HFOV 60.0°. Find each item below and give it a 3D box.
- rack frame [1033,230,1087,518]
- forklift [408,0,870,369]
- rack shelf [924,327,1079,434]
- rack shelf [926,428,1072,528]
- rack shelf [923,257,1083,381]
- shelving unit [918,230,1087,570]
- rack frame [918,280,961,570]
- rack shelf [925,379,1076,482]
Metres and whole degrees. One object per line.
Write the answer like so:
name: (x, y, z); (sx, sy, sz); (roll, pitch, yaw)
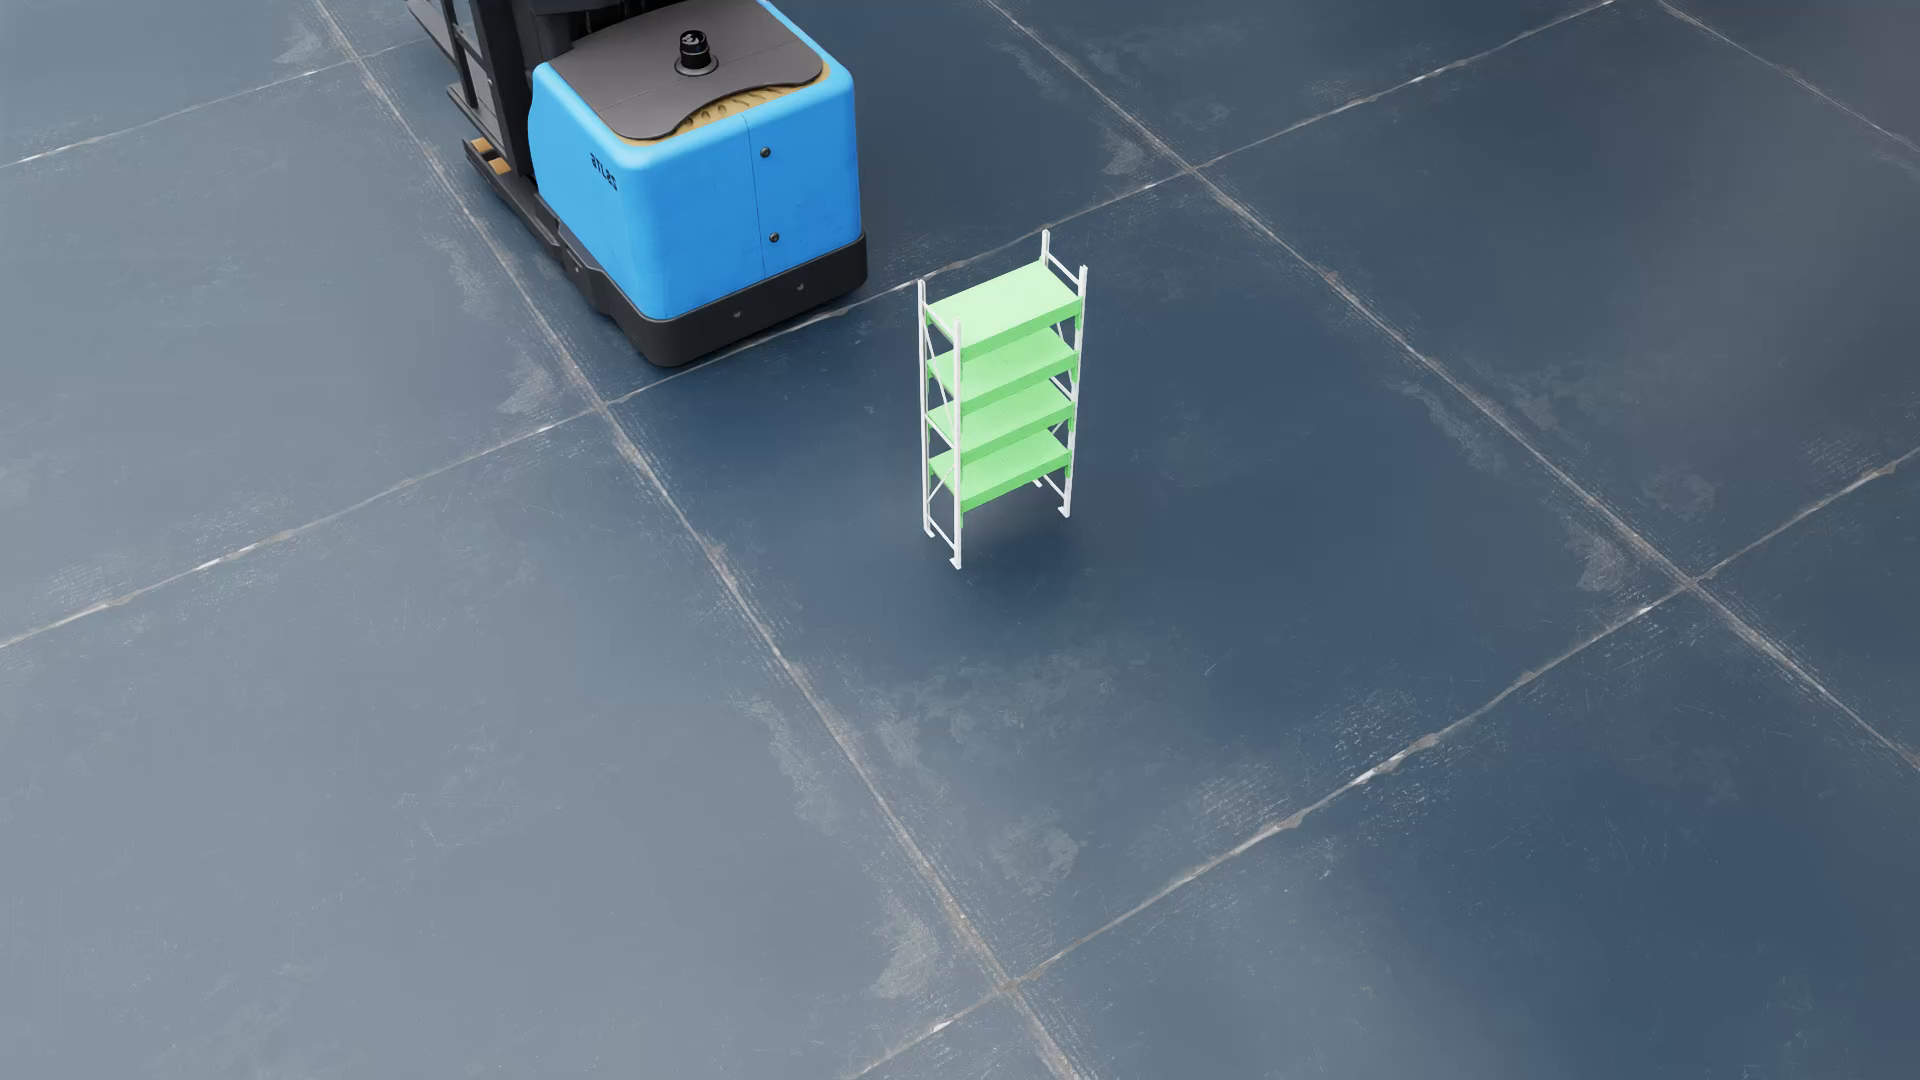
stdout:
rack frame: (0.346, -0.562, 5.947); (0.015, 1.200, 0.240); (-25, 53, -21)
forklift: (-1.639, -2.744, 6.731); (1.130, 2.935, 3.031); (-27, 54, -22)
rack shelf: (0.140, -0.582, 5.729); (0.480, 0.148, 0.258); (-25, 53, -21)
rack shelf: (0.140, -0.263, 6.088); (0.480, 0.148, 0.258); (-25, 53, -21)
rack shelf: (0.140, -0.742, 5.550); (0.480, 0.148, 0.258); (-25, 53, -21)
shelving unit: (0.140, -0.465, 5.861); (0.503, 1.200, 0.258); (-25, 53, -21)
rack frame: (-0.066, -0.368, 5.774); (0.015, 1.200, 0.240); (-25, 53, -21)
rack shelf: (0.140, -0.422, 5.908); (0.480, 0.148, 0.258); (-25, 53, -21)
